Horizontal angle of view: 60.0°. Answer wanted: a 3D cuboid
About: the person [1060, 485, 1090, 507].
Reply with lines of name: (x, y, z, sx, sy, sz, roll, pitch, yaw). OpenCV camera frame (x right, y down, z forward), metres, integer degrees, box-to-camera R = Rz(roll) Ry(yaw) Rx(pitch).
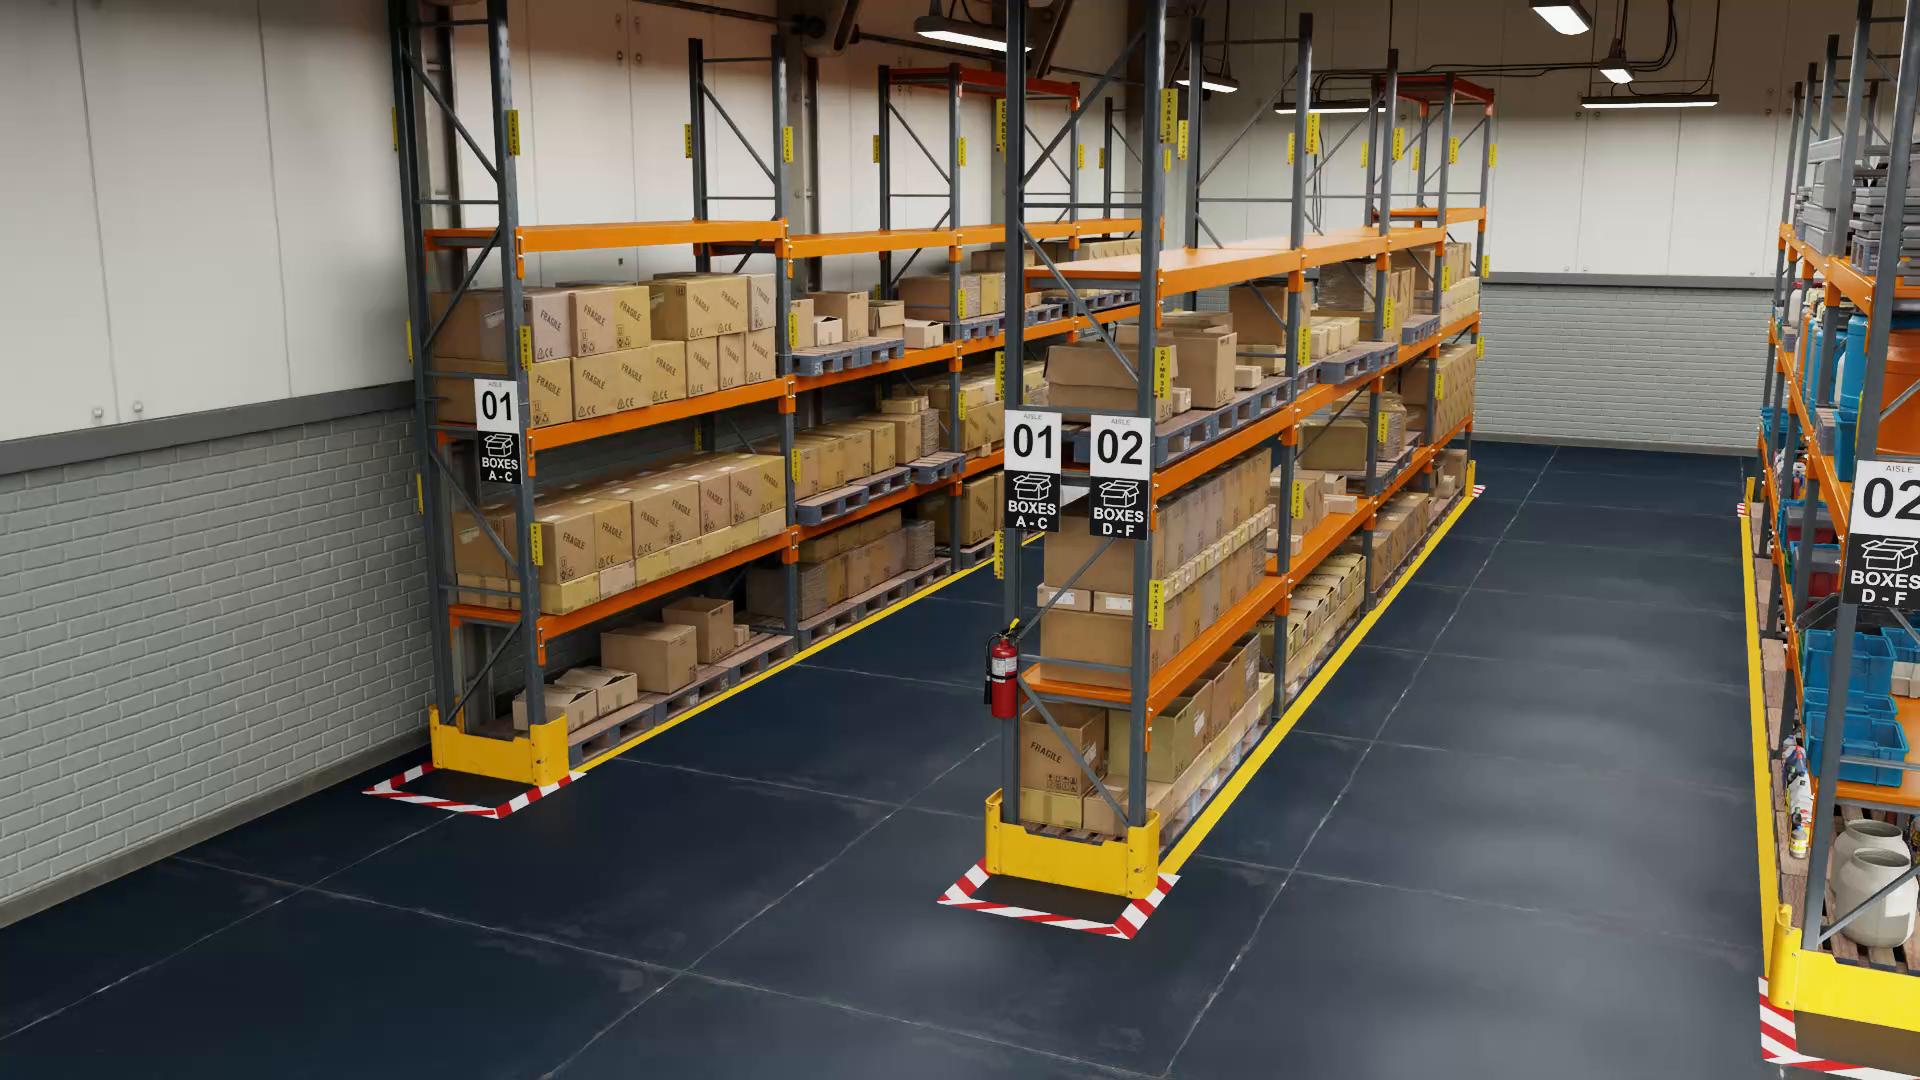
person: (1.315, -0.145, 18.603, 0.623, 1.780, 0.447, 5, 13, 21)
